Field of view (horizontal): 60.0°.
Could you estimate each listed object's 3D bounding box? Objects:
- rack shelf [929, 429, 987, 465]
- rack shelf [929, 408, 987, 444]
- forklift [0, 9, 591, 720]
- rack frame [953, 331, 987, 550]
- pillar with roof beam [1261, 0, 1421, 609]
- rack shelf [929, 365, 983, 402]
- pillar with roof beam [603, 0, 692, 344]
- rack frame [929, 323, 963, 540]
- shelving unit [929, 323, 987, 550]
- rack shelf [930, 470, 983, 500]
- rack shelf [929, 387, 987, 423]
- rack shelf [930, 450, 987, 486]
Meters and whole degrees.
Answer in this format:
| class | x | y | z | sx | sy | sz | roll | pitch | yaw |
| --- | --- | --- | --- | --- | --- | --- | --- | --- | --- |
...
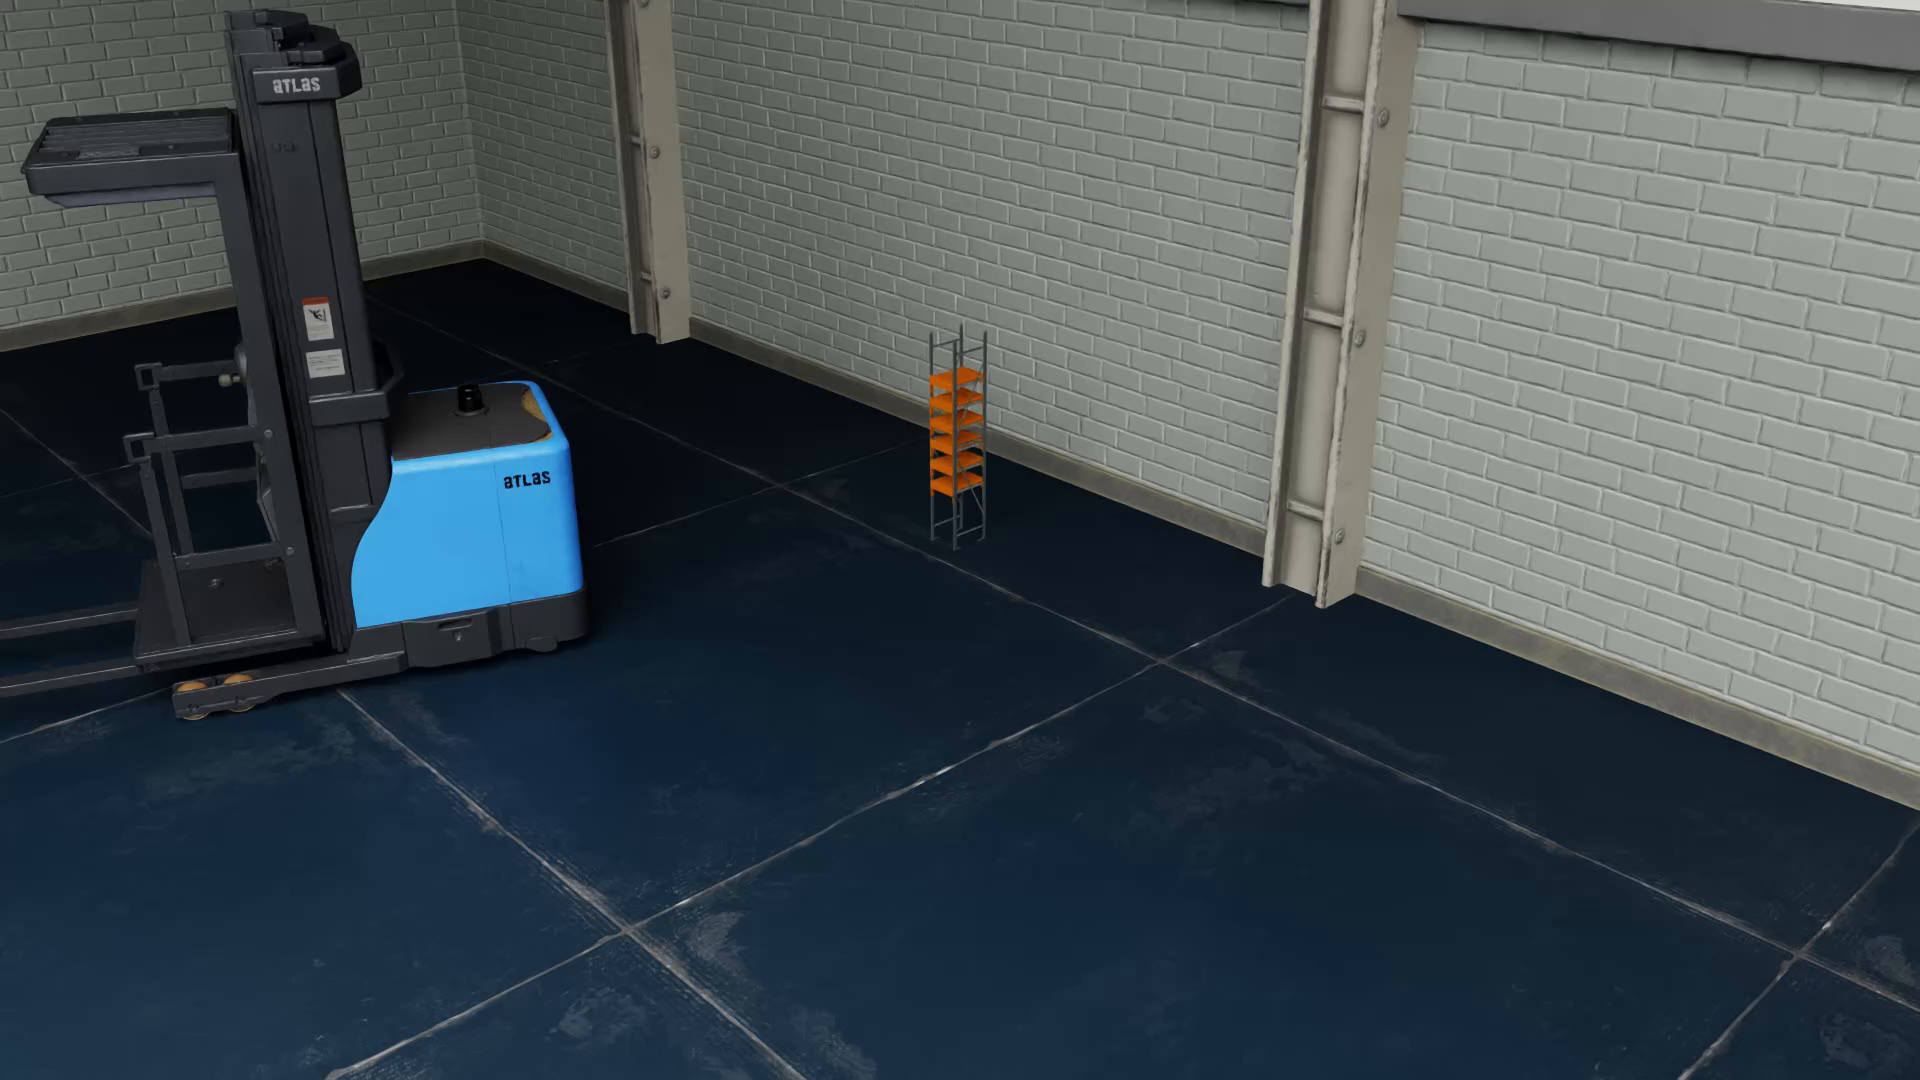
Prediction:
| class | x | y | z | sx | sy | sz | roll | pitch | yaw |
| --- | --- | --- | --- | --- | --- | --- | --- | --- | --- |
| rack shelf | -0.010 | -0.510 | 9.029 | 0.258 | 0.103 | 0.180 | -21 | 32 | -38 |
| rack shelf | -0.010 | -0.619 | 8.979 | 0.258 | 0.103 | 0.180 | -21 | 32 | -38 |
| forklift | -3.370 | -0.773 | 7.413 | 3.031 | 2.935 | 1.130 | -9 | 26 | -20 |
| rack frame | 0.053 | -0.523 | 8.950 | 0.240 | 1.200 | 0.006 | -21 | 32 | -38 |
| pillar with roof beam | -1.314 | -2.624 | 4.161 | 9.100 | 9.000 | 0.400 | -21 | 32 | -38 |
| rack shelf | -0.010 | -0.837 | 8.880 | 0.258 | 0.103 | 0.180 | -21 | 32 | -38 |
| pillar with roof beam | -5.415 | -4.442 | 8.145 | 9.100 | 9.000 | 0.400 | -21 | 32 | -38 |
| rack frame | -0.072 | -0.578 | 9.071 | 0.240 | 1.200 | 0.006 | -21 | 32 | -38 |
| shelving unit | -0.010 | -0.550 | 9.011 | 0.258 | 1.200 | 0.189 | -21 | 32 | -38 |
| rack shelf | -0.010 | -0.291 | 9.129 | 0.258 | 0.103 | 0.180 | -21 | 32 | -38 |
| rack shelf | -0.010 | -0.728 | 8.929 | 0.258 | 0.103 | 0.180 | -21 | 32 | -38 |
| rack shelf | -0.010 | -0.401 | 9.079 | 0.258 | 0.103 | 0.180 | -21 | 32 | -38 |
